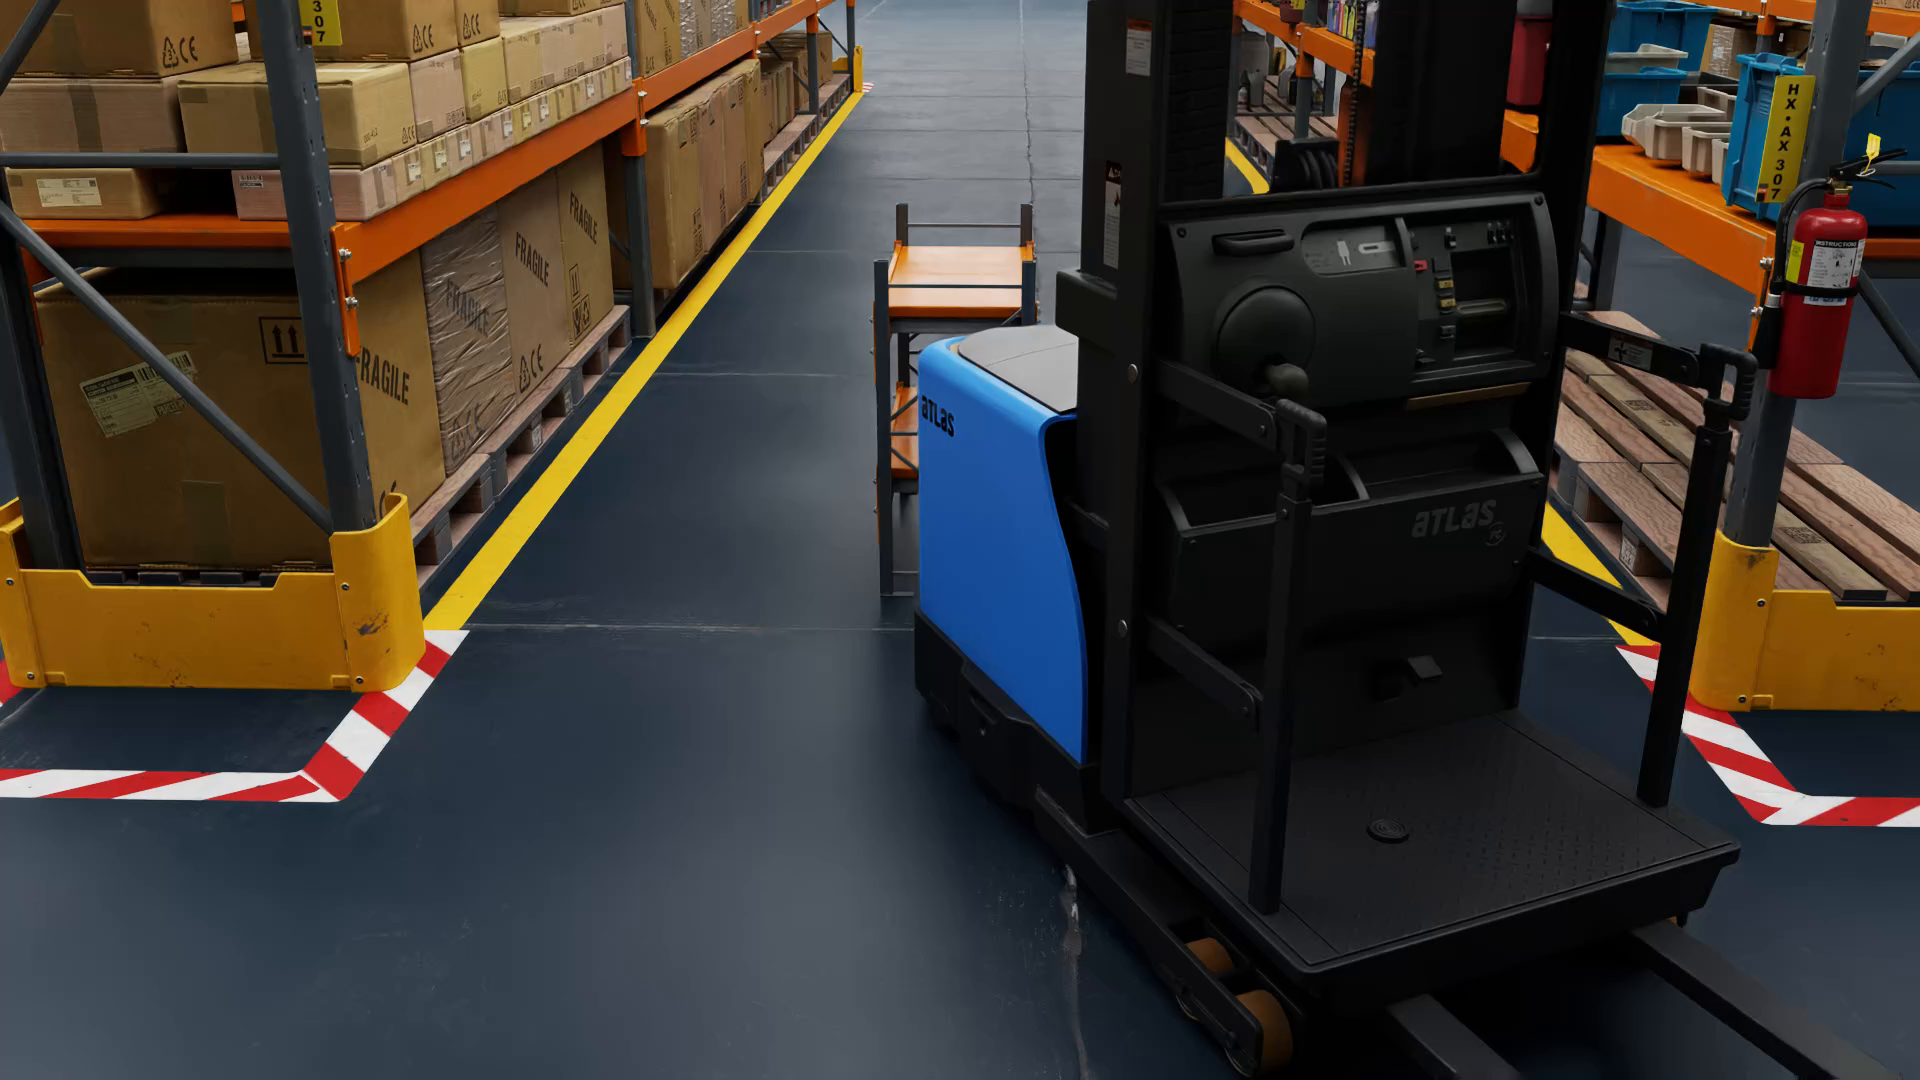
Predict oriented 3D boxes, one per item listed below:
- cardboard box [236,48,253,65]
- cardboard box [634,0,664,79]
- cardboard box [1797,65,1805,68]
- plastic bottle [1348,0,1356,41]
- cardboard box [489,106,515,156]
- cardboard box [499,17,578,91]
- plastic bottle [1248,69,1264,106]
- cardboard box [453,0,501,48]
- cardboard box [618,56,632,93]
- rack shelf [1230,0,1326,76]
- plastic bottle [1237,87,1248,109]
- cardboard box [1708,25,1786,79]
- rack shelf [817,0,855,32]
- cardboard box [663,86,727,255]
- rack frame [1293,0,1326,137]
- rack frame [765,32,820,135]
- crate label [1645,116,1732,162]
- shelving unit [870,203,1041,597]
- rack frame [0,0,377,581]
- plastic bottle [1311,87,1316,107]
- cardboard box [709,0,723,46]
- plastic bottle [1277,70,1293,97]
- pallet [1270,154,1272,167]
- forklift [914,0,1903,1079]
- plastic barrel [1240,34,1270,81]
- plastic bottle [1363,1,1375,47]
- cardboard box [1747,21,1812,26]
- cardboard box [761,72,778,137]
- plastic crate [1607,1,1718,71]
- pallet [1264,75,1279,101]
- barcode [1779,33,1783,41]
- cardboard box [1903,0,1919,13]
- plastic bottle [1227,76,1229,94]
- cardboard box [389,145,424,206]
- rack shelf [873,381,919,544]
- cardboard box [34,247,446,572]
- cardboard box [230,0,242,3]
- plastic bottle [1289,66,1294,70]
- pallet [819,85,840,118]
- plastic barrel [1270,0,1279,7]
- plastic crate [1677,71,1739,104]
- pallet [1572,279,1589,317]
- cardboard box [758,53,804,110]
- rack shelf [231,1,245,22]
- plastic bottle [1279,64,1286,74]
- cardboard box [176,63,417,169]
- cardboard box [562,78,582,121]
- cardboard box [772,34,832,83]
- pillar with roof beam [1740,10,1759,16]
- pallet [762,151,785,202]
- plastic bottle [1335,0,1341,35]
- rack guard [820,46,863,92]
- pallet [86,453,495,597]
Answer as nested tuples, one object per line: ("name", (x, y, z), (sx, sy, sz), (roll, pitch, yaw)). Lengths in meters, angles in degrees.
("cardboard box", (-2.471, -1.457, 5.434), (0.500, 0.250, 0.500), (0, 21, 1))
("cardboard box", (-1.852, -2.683, 8.660), (0.500, 0.500, 0.500), (1, 21, 2))
("cardboard box", (7.748, -4.103, 14.902), (0.500, 0.311, 0.500), (0, 21, 1))
("plastic bottle", (2.550, -3.359, 10.701), (0.061, 0.283, 0.133), (1, 21, 2))
("cardboard box", (-1.860, -1.499, 6.094), (0.380, 0.149, 0.250), (0, 21, 1))
("cardboard box", (-1.895, -2.008, 6.853), (0.500, 0.250, 0.500), (1, 21, 3))
("plastic bottle", (2.954, -4.516, 16.574), (0.144, 0.351, 0.185), (1, 21, 2))
("cardboard box", (-1.928, -1.984, 5.755), (0.500, 0.500, 0.500), (0, 21, 0))
("cardboard box", (-1.797, -2.242, 8.008), (0.380, 0.149, 0.250), (1, 21, 2))
("rack shelf", (3.018, -4.253, 13.837), (1.077, 0.370, 4.000), (1, 21, 2))
("plastic bottle", (2.778, -4.346, 16.344), (0.097, 0.201, 0.097), (0, 21, 0))
("cardboard box", (7.852, -4.870, 16.616), (0.500, 0.500, 0.500), (1, 21, 2))
("rack shelf", (-1.811, -5.753, 17.705), (1.077, 0.370, 4.000), (1, 21, 2))
("cardboard box", (-2.090, -2.233, 9.994), (1.225, 0.875, 0.875), (0, 21, 0))
("rack frame", (2.957, -3.865, 11.843), (1.000, 3.000, 0.127), (1, 21, 2))
("rack frame", (-1.872, -5.366, 15.711), (1.000, 3.000, 0.127), (1, 21, 2))
("crate label", (2.565, -1.380, 5.720), (0.396, 0.136, 0.243), (1, 21, 2))
("shelving unit", (0.000, -0.522, 5.819), (0.538, 1.125, 1.048), (1, 21, 2))
("rack frame", (-2.237, -1.027, 4.529), (1.000, 3.000, 0.127), (1, 21, 2))
("plastic bottle", (3.533, -4.396, 16.471), (0.097, 0.201, 0.097), (0, 21, 0))
("cardboard box", (-1.795, -3.417, 10.550), (0.500, 0.500, 0.500), (0, 21, 0))
("plastic bottle", (3.388, -4.748, 17.277), (0.152, 0.276, 0.135), (1, 21, 2))
("pallet", (3.019, -2.845, 13.068), (1.003, 0.211, 1.213), (1, 21, 2))
("forklift", (0.929, -0.482, 3.220), (1.130, 2.935, 3.031), (-9, 23, -22))
("plastic barrel", (3.241, -5.373, 18.590), (0.421, 0.512, 0.421), (0, 21, 0))
("plastic bottle", (2.555, -3.193, 10.289), (0.097, 0.271, 0.097), (0, 21, 0))
("cardboard box", (8.387, -5.045, 17.068), (0.500, 0.500, 0.500), (1, 21, 2))
("cardboard box", (-1.962, -3.809, 14.547), (0.700, 0.500, 0.500), (-1, 21, -3))
("plastic crate", (3.162, -2.267, 7.663), (0.392, 0.384, 0.575), (1, 21, 2))
("pallet", (3.215, -5.136, 18.973), (1.003, 0.211, 1.213), (1, 21, 2))
("barcode", (7.606, -4.655, 15.400), (0.001, 0.075, 0.075), (1, 21, 2))
("cardboard box", (7.943, -4.463, 13.245), (0.500, 0.500, 0.500), (0, 21, -1))
("plastic bottle", (2.826, -4.704, 17.058), (0.144, 0.351, 0.185), (1, 21, 1))
("cardboard box", (-1.890, -1.127, 5.135), (0.380, 0.149, 0.250), (0, 21, 1))
("rack shelf", (0.000, -0.294, 5.908), (0.538, 0.278, 1.000), (1, 21, 2))
("cardboard box", (-2.298, -0.464, 5.436), (0.875, 0.875, 0.875), (1, 21, 2))
("cardboard box", (-6.606, -4.946, 14.492), (0.500, 0.500, 0.500), (1, 21, 2))
("plastic bottle", (3.543, -4.883, 17.624), (0.152, 0.276, 0.135), (0, 21, 0))
("pallet", (-1.853, -4.751, 17.982), (1.003, 0.211, 1.213), (1, 21, 2))
("plastic barrel", (2.808, -4.766, 13.977), (0.433, 0.535, 0.433), (0, 21, 0))
("plastic crate", (3.070, -1.911, 7.104), (0.437, 0.125, 0.590), (1, 21, 2))
("pallet", (2.900, -1.397, 9.338), (1.003, 0.211, 1.213), (1, 21, 2))
("cardboard box", (-1.820, -4.540, 16.459), (0.500, 0.500, 0.500), (0, 21, 0))
("rack shelf", (-6.887, -4.398, 14.212), (1.077, 0.370, 4.000), (1, 21, 2))
("plastic bottle", (3.441, -4.938, 17.754), (0.061, 0.283, 0.133), (1, 21, 2))
("cardboard box", (-1.953, -1.266, 4.942), (0.500, 0.250, 0.500), (0, 21, 0))
("cardboard box", (-1.828, -1.870, 7.049), (0.380, 0.149, 0.250), (1, 21, 3))
("cardboard box", (-1.770, -5.400, 18.675), (0.500, 0.500, 0.500), (6, 22, 16))
("pillar with roof beam", (10.008, -13.569, 28.559), (9.100, 9.000, 0.400), (1, 21, 2))
("pallet", (-1.968, -2.902, 13.216), (1.003, 0.211, 1.213), (1, 21, 2))
("plastic bottle", (2.565, -3.539, 11.165), (0.061, 0.283, 0.133), (1, 21, 2))
("rack guard", (-1.753, -5.619, 19.820), (1.175, 0.500, 0.348), (1, 21, 2))
("pallet", (-2.291, -0.017, 5.781), (1.003, 0.211, 1.213), (1, 21, 2))
